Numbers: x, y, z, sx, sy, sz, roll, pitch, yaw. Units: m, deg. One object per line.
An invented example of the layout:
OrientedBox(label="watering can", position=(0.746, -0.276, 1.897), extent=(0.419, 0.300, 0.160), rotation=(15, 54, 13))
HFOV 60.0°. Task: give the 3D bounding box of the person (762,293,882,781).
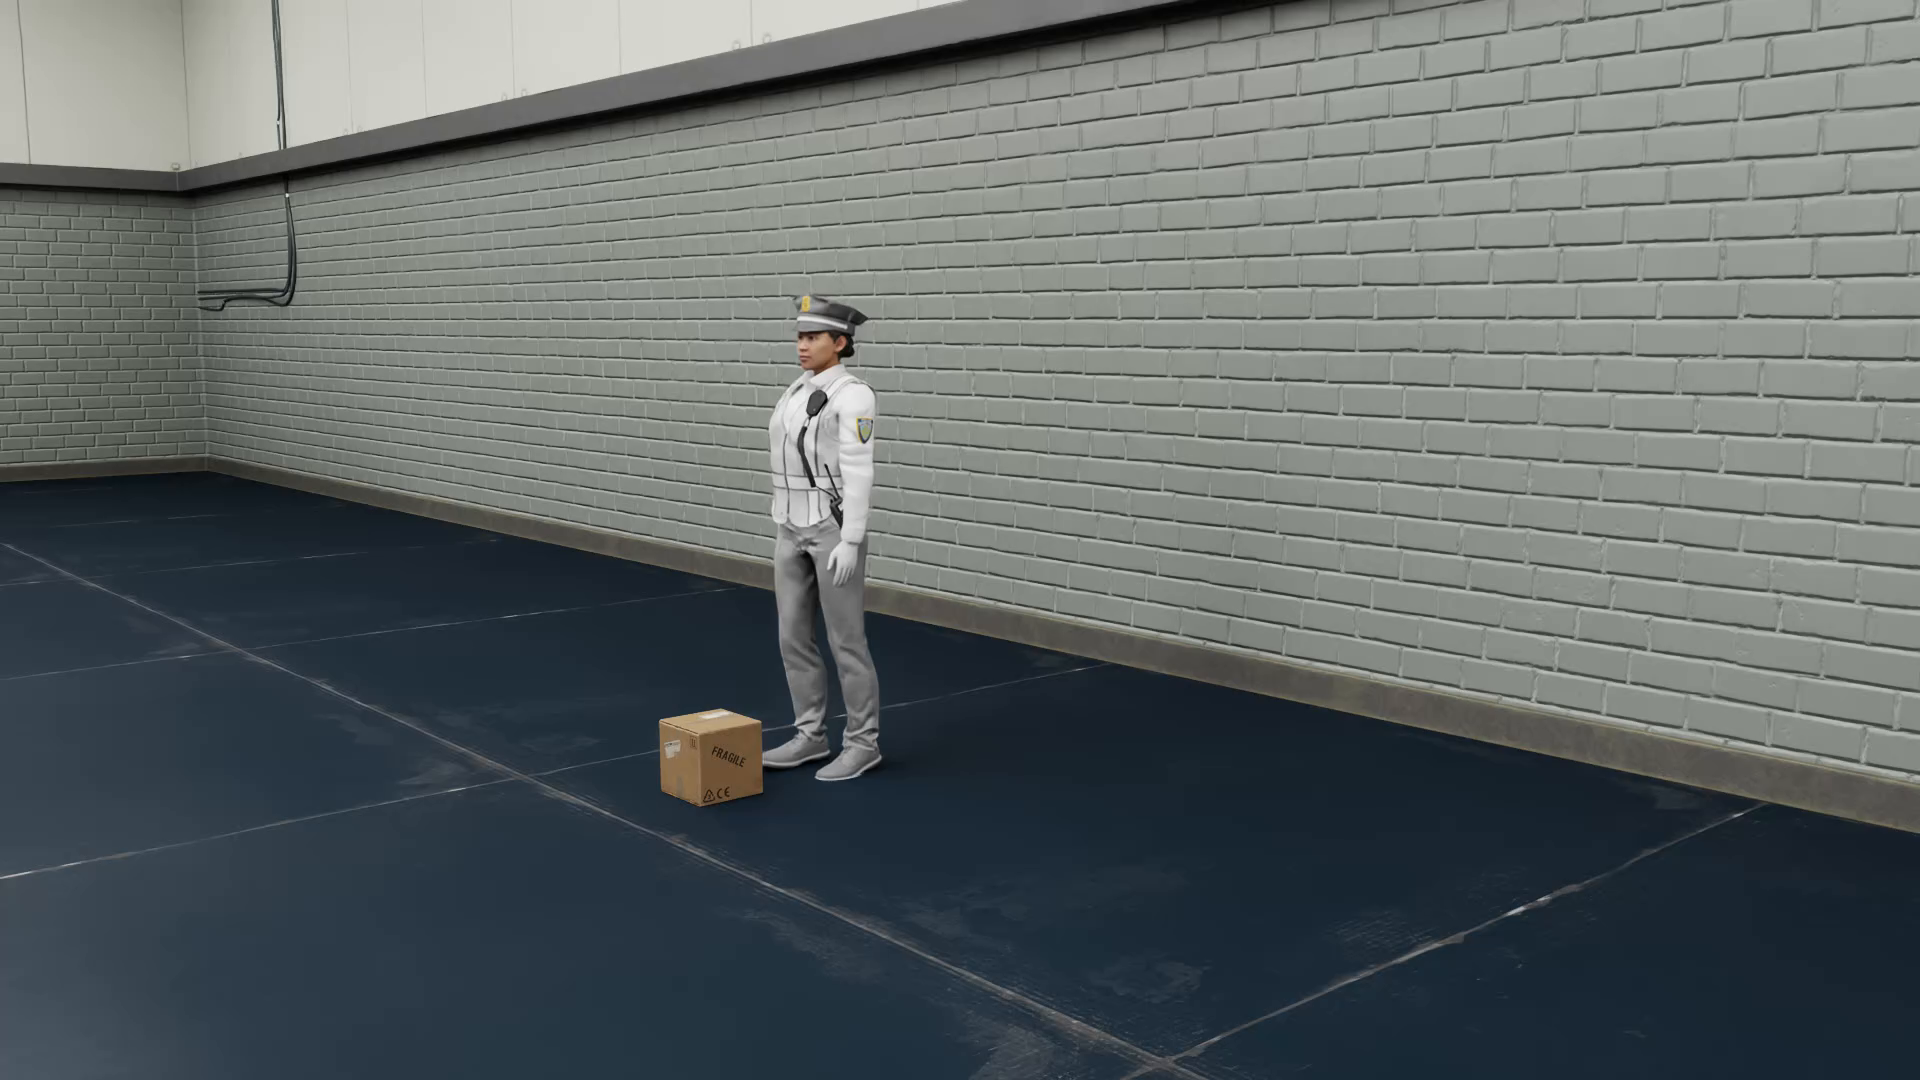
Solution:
OrientedBox(label="person", position=(-0.488, -0.006, 5.828), extent=(0.351, 1.698, 0.465), rotation=(-6, 10, -39))
